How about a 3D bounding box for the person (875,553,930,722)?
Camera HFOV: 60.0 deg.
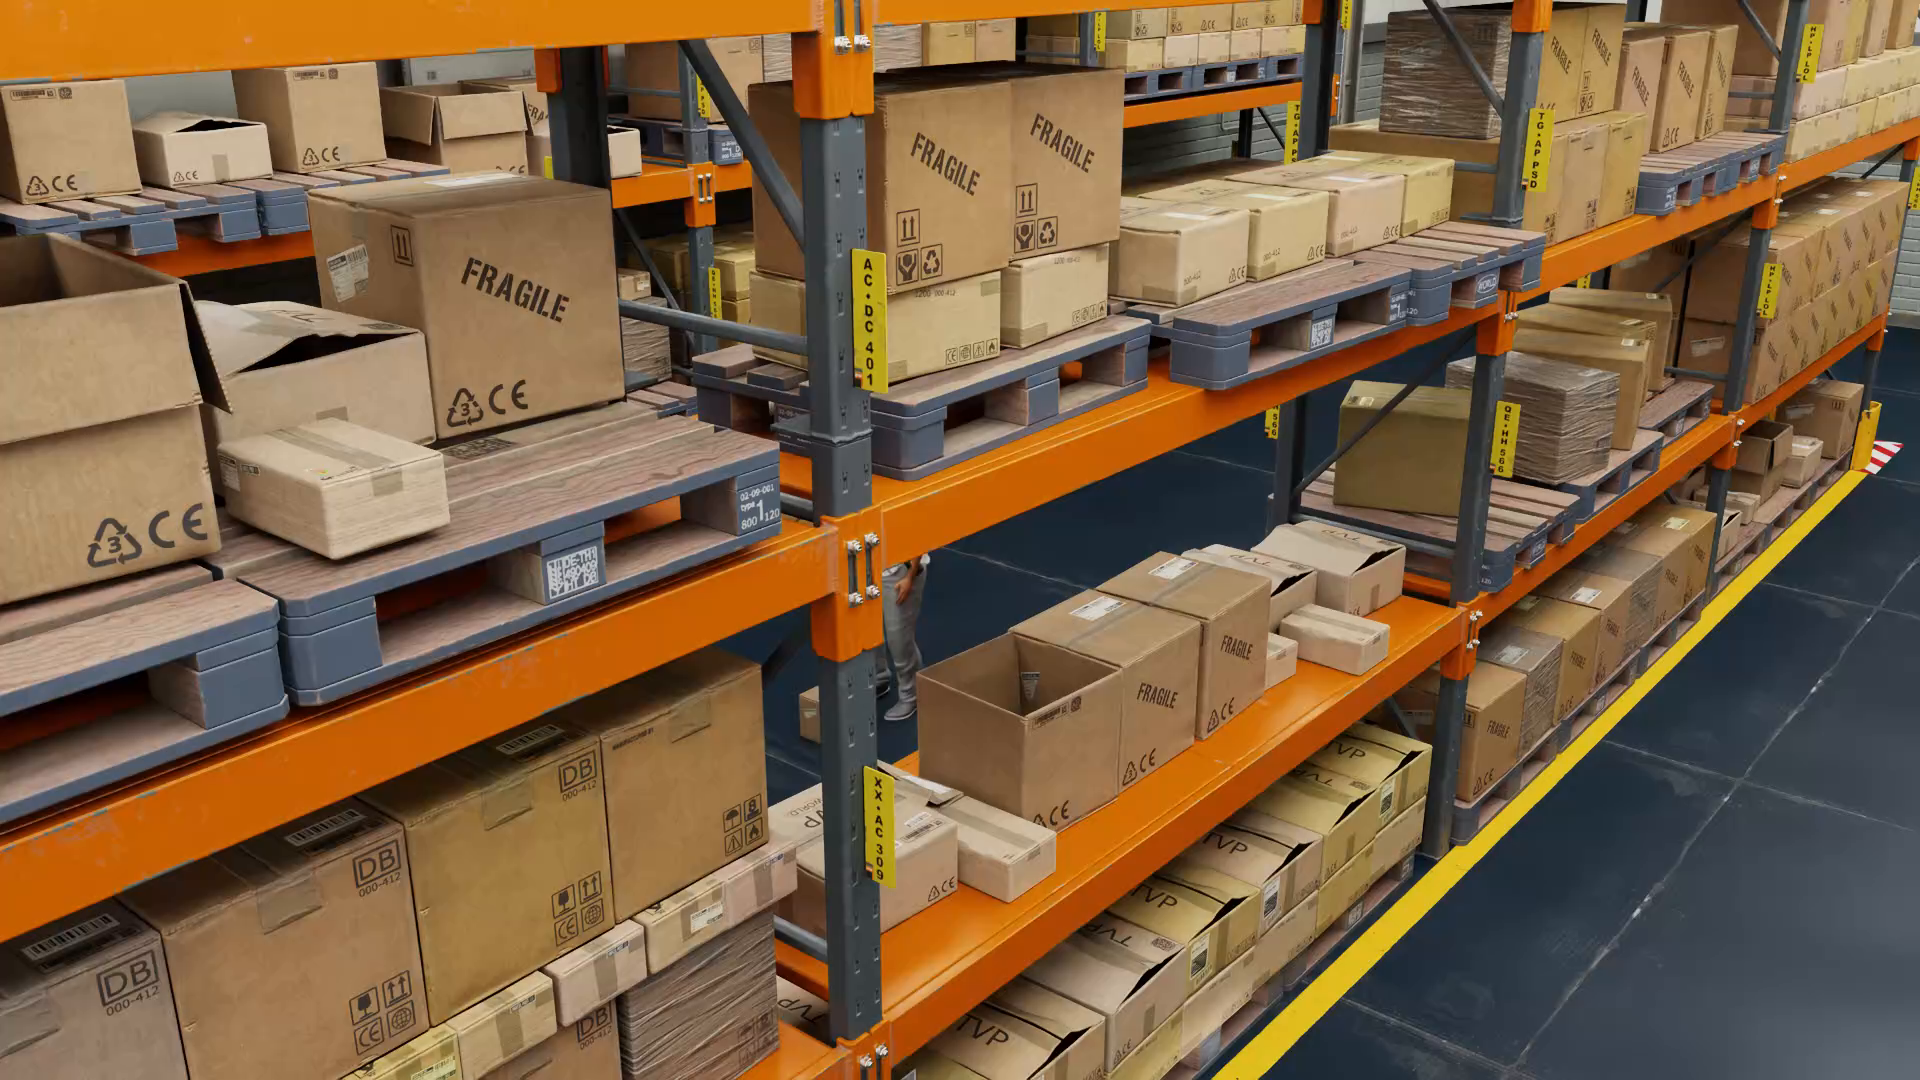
[{"bbox_3d":[-0.387,0.178,9.134,0.480,1.645,0.419,17,26,38],"label":"person"}]
